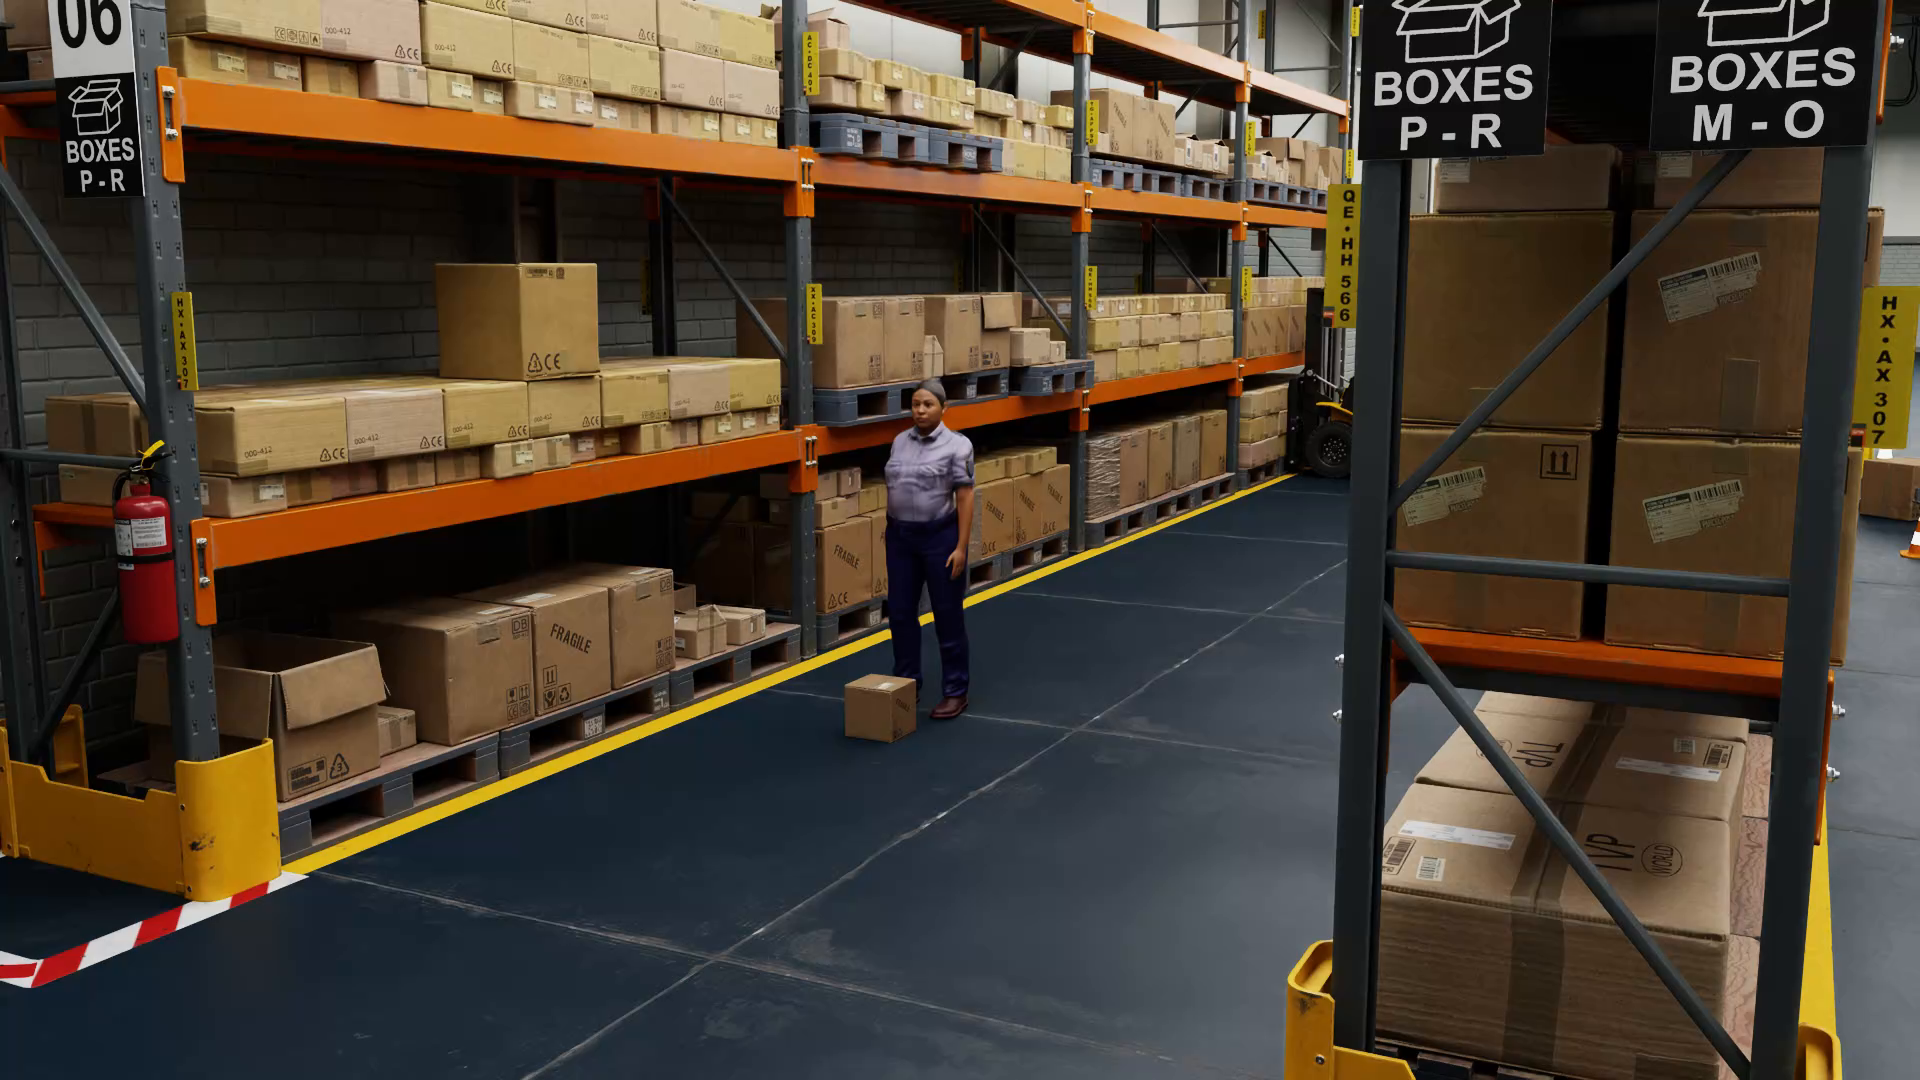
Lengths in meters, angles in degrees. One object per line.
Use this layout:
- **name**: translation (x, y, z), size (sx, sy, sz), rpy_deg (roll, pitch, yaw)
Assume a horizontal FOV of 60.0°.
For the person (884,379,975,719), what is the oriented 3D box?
- **person**: translation (-0.159, 0.048, 8.162), size (0.473, 1.668, 0.355), rpy_deg (5, 10, 27)
